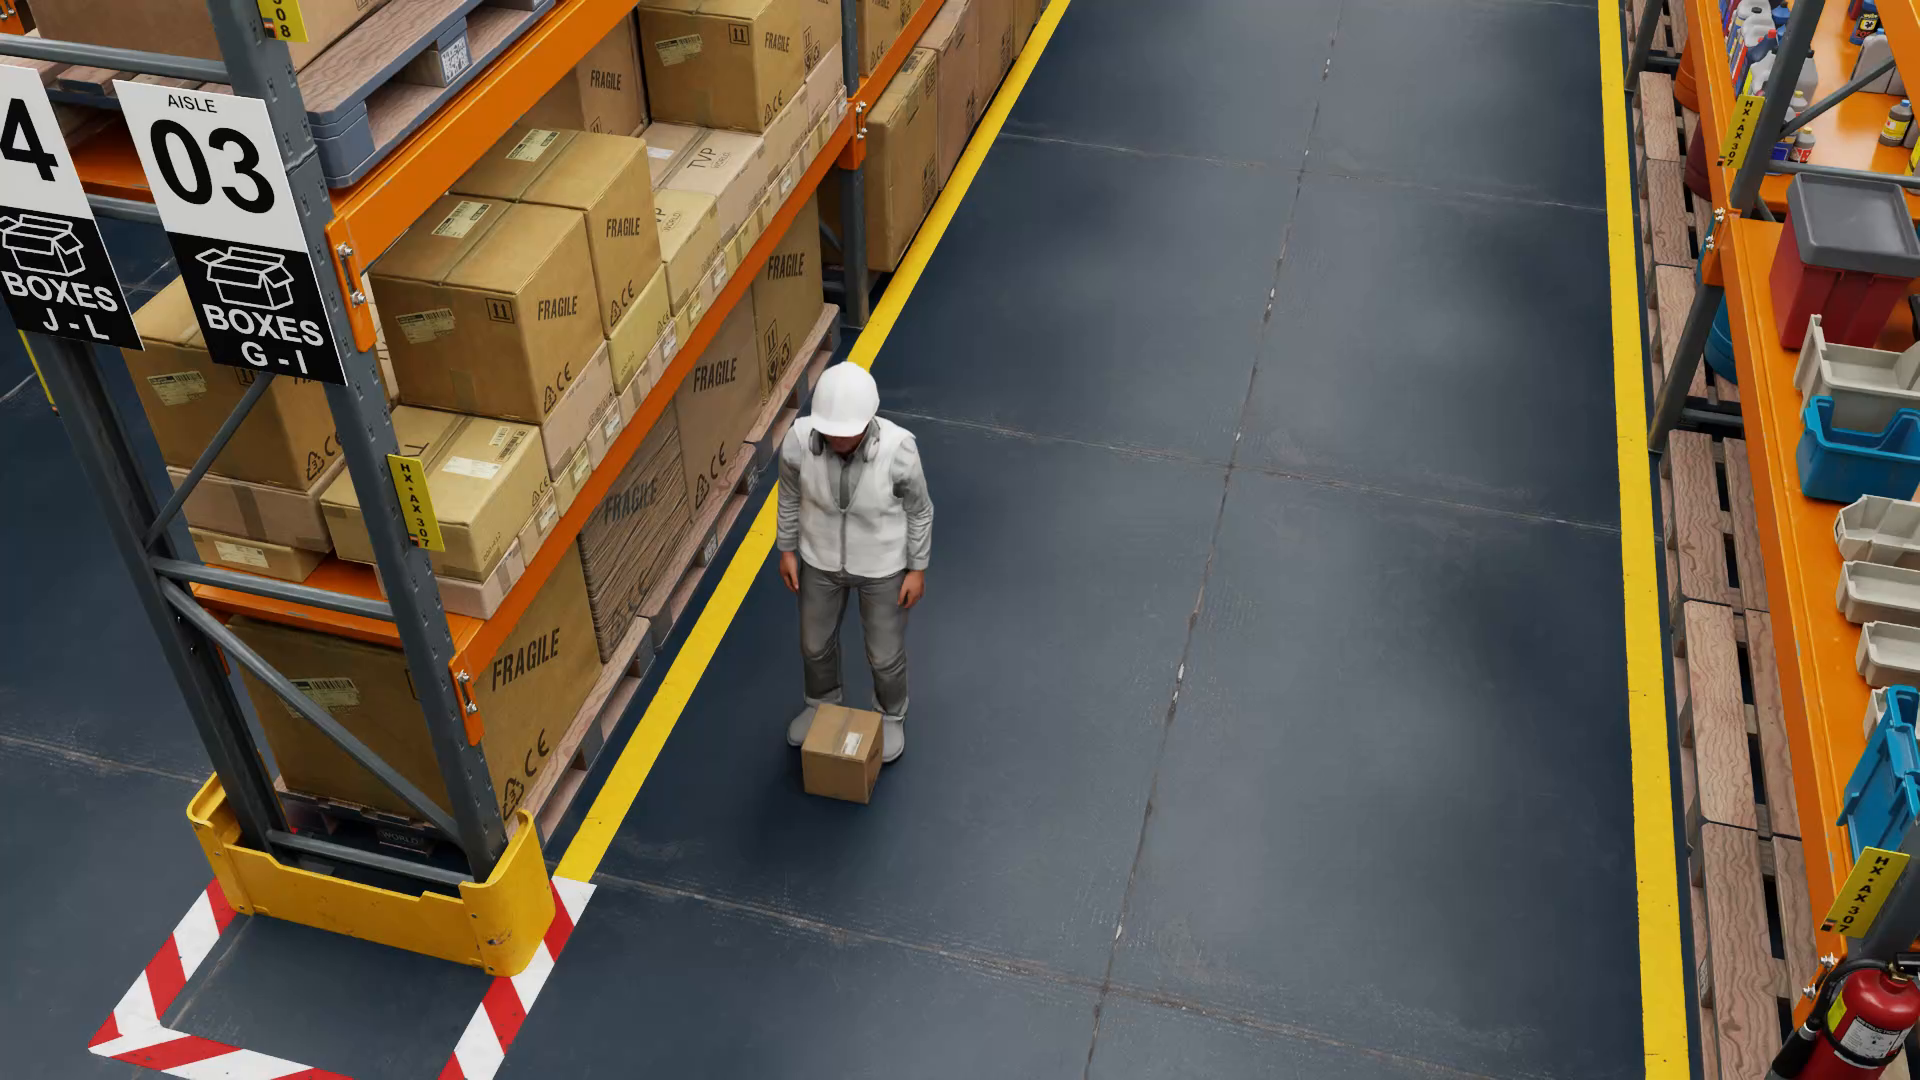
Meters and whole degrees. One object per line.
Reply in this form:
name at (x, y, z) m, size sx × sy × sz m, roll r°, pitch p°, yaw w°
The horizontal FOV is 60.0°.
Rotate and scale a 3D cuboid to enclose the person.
person at (-0.389, 0.076, 6.049) m, size 0.580 × 1.772 × 0.462 m, roll 10°, pitch 42°, yaw 11°
